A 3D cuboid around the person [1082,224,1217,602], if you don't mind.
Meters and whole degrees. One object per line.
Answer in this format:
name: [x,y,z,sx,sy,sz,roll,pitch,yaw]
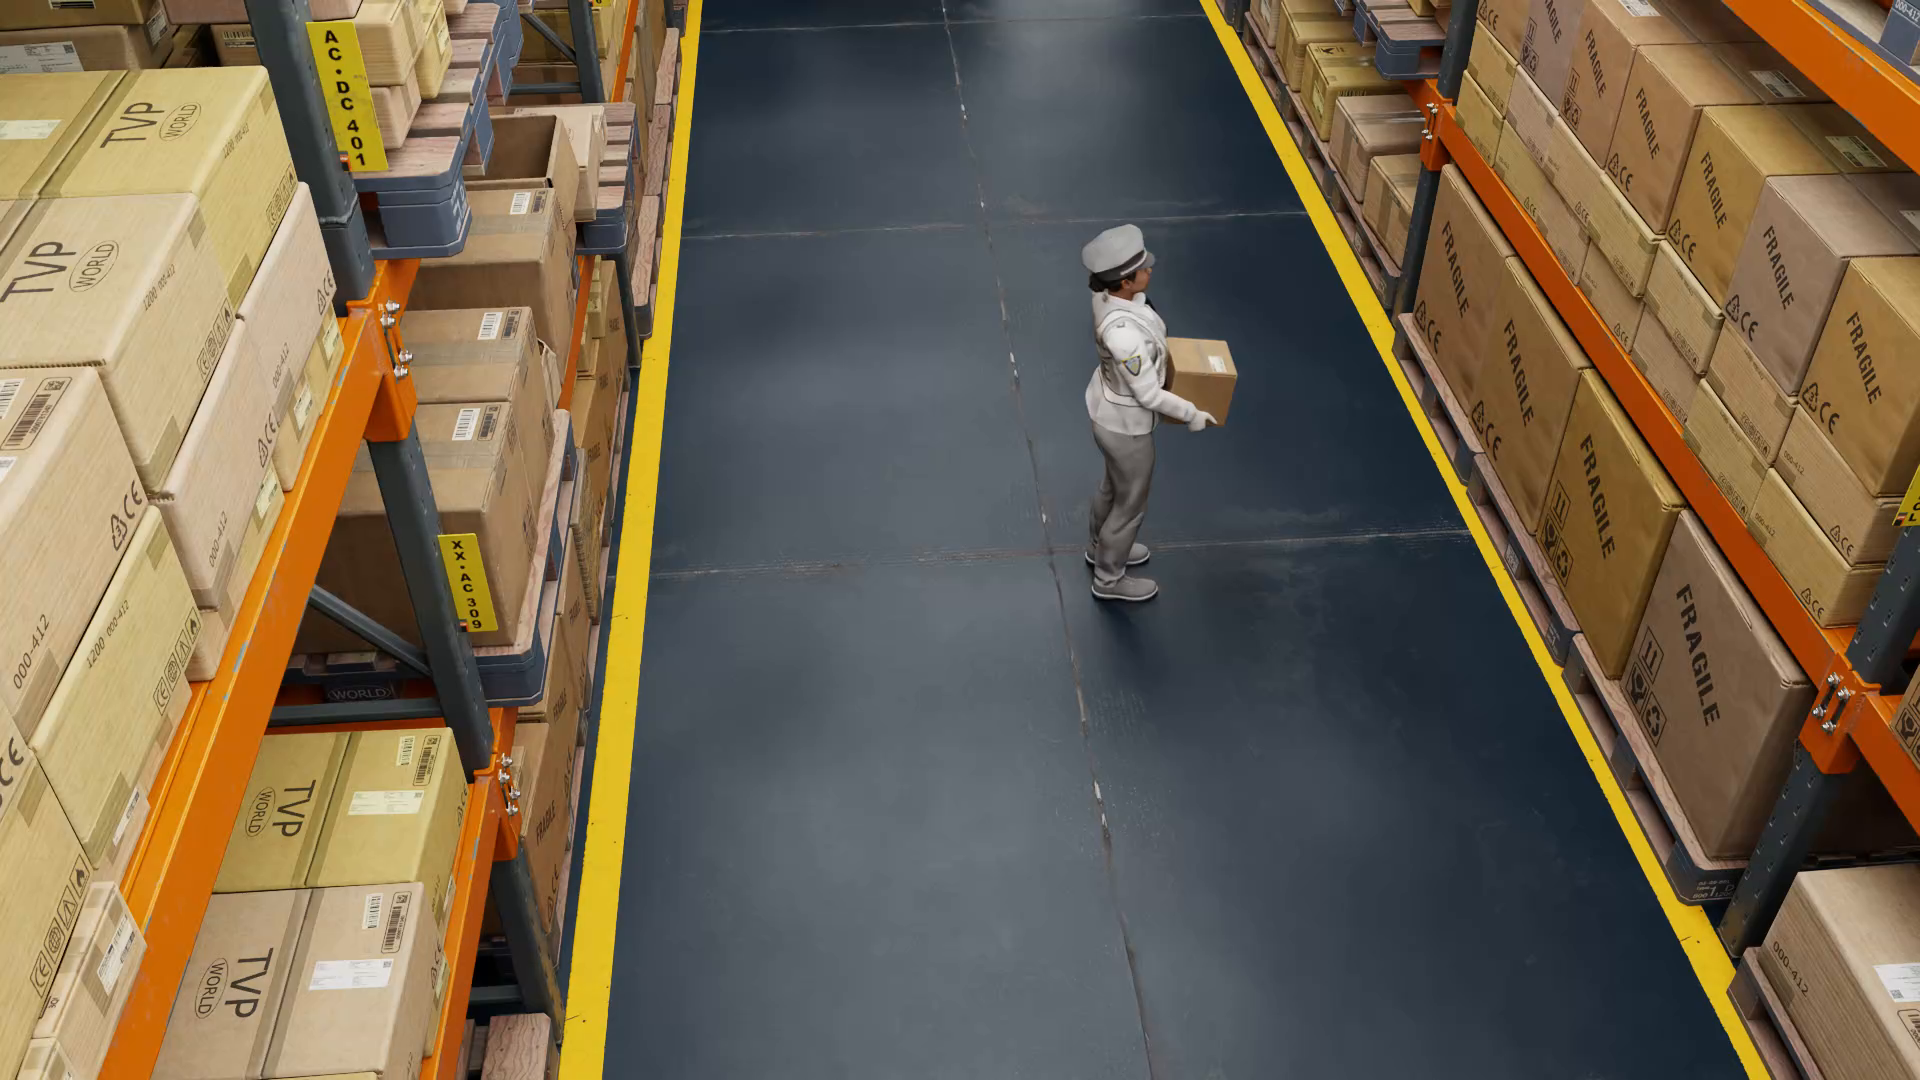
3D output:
person: [0.739,-0.496,6.742,0.551,1.686,0.459,-2,39,-3]
